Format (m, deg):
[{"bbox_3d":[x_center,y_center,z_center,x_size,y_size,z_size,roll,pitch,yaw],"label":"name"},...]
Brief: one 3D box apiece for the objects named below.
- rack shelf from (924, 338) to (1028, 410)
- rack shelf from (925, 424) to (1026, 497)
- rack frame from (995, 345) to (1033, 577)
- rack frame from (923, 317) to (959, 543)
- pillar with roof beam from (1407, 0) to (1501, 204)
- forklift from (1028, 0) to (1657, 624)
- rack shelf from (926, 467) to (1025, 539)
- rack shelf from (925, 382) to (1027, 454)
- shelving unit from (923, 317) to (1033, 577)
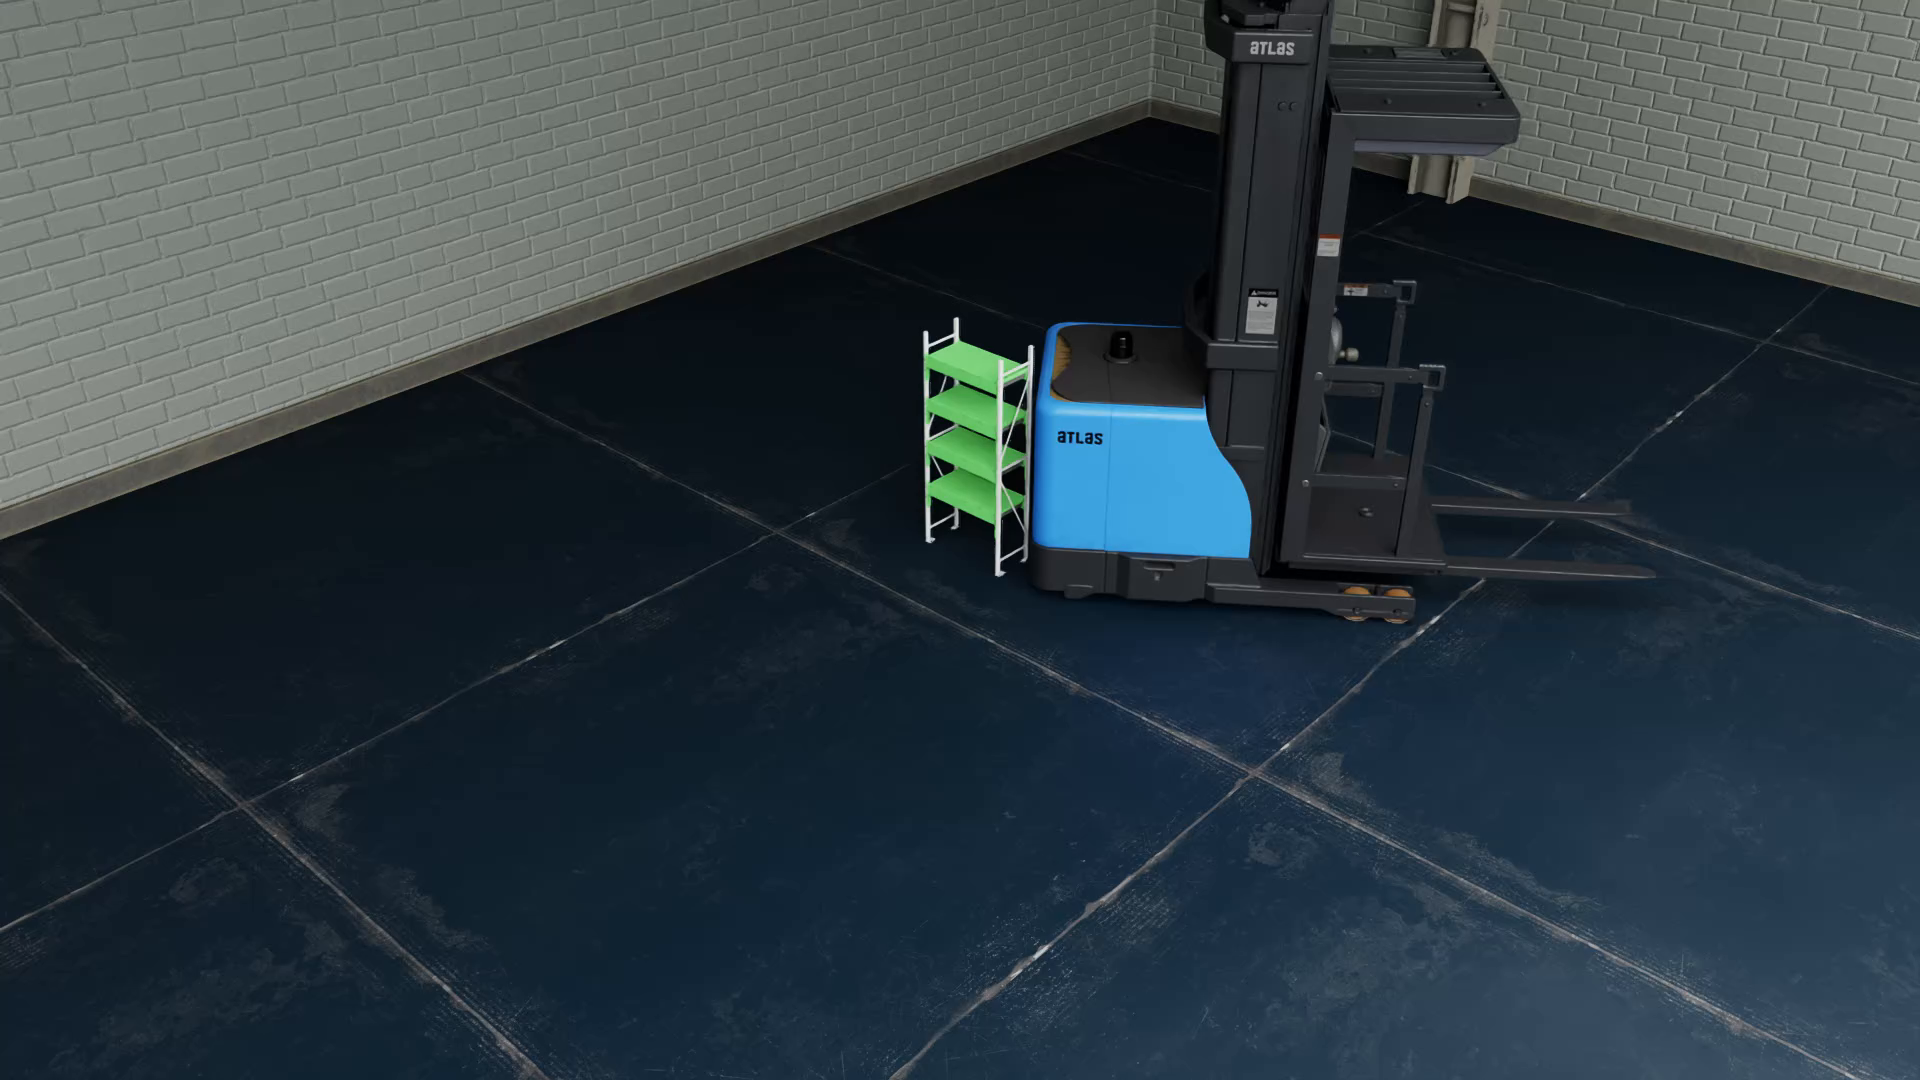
[{"bbox_3d":[0.087,-0.816,8.136,0.480,0.148,0.258,25,39,36],"label":"rack shelf"},{"bbox_3d":[0.087,-0.405,8.383,0.480,0.148,0.258,25,39,36],"label":"rack shelf"},{"bbox_3d":[0.266,-0.374,8.209,0.015,1.200,0.240,25,39,36],"label":"rack frame"},{"bbox_3d":[-0.093,-0.545,8.492,0.015,1.200,0.240,25,39,36],"label":"rack frame"},{"bbox_3d":[0.959,-4.997,8.326,0.400,9.000,9.100,25,39,35],"label":"pillar with roof beam"},{"bbox_3d":[1.892,-1.139,7.800,3.031,2.935,1.130,3,31,5],"label":"forklift"},{"bbox_3d":[0.087,-0.199,8.507,0.480,0.148,0.258,25,39,36],"label":"rack shelf"},{"bbox_3d":[0.087,-0.611,8.260,0.480,0.148,0.258,25,39,36],"label":"rack shelf"},{"bbox_3d":[0.087,-0.460,8.351,0.503,1.200,0.258,25,39,36],"label":"shelving unit"}]
